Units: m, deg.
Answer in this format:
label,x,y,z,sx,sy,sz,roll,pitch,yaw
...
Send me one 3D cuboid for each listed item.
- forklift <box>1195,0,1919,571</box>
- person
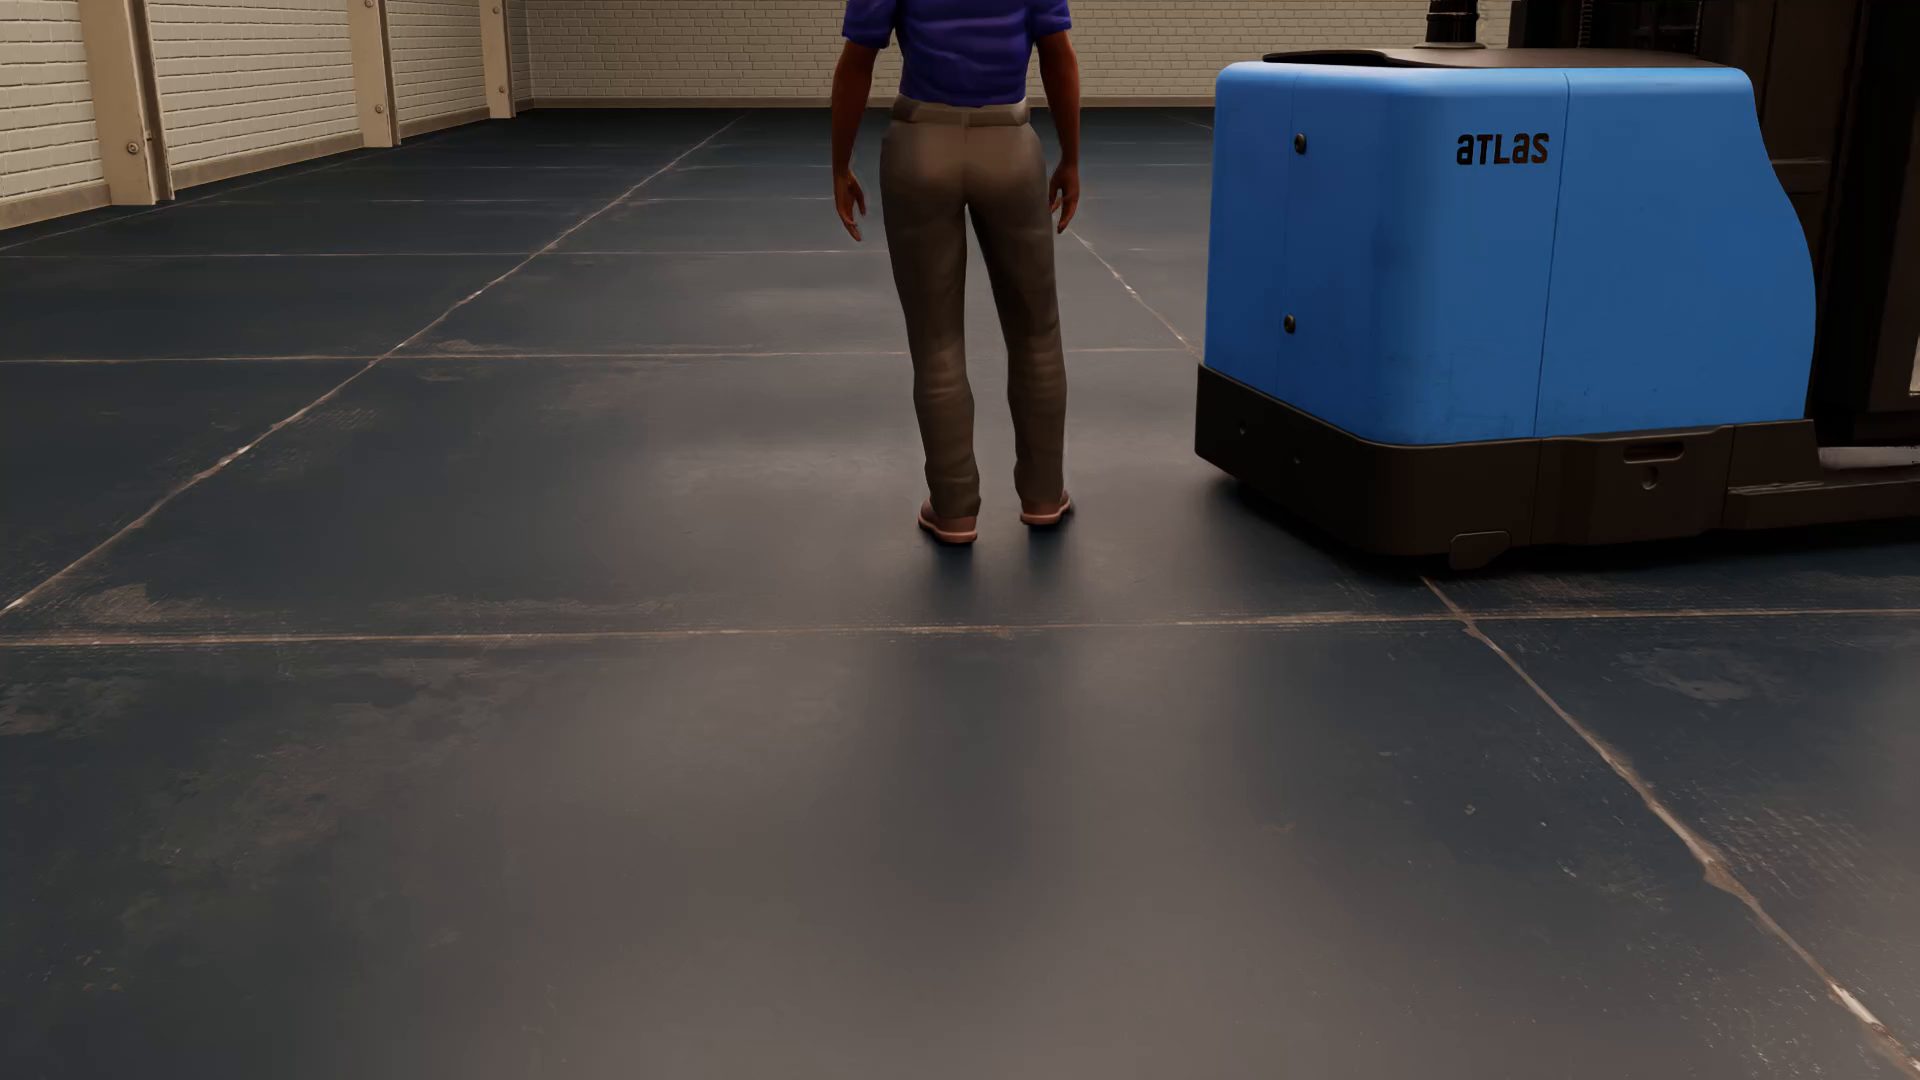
label,x,y,z,sx,sy,sz,roll,pitch,yaw
forklift,2.201,-1.555,3.991,3.031,2.935,1.130,-5,18,-15
person,0.000,-0.824,3.780,0.579,1.658,0.475,-1,17,-4
